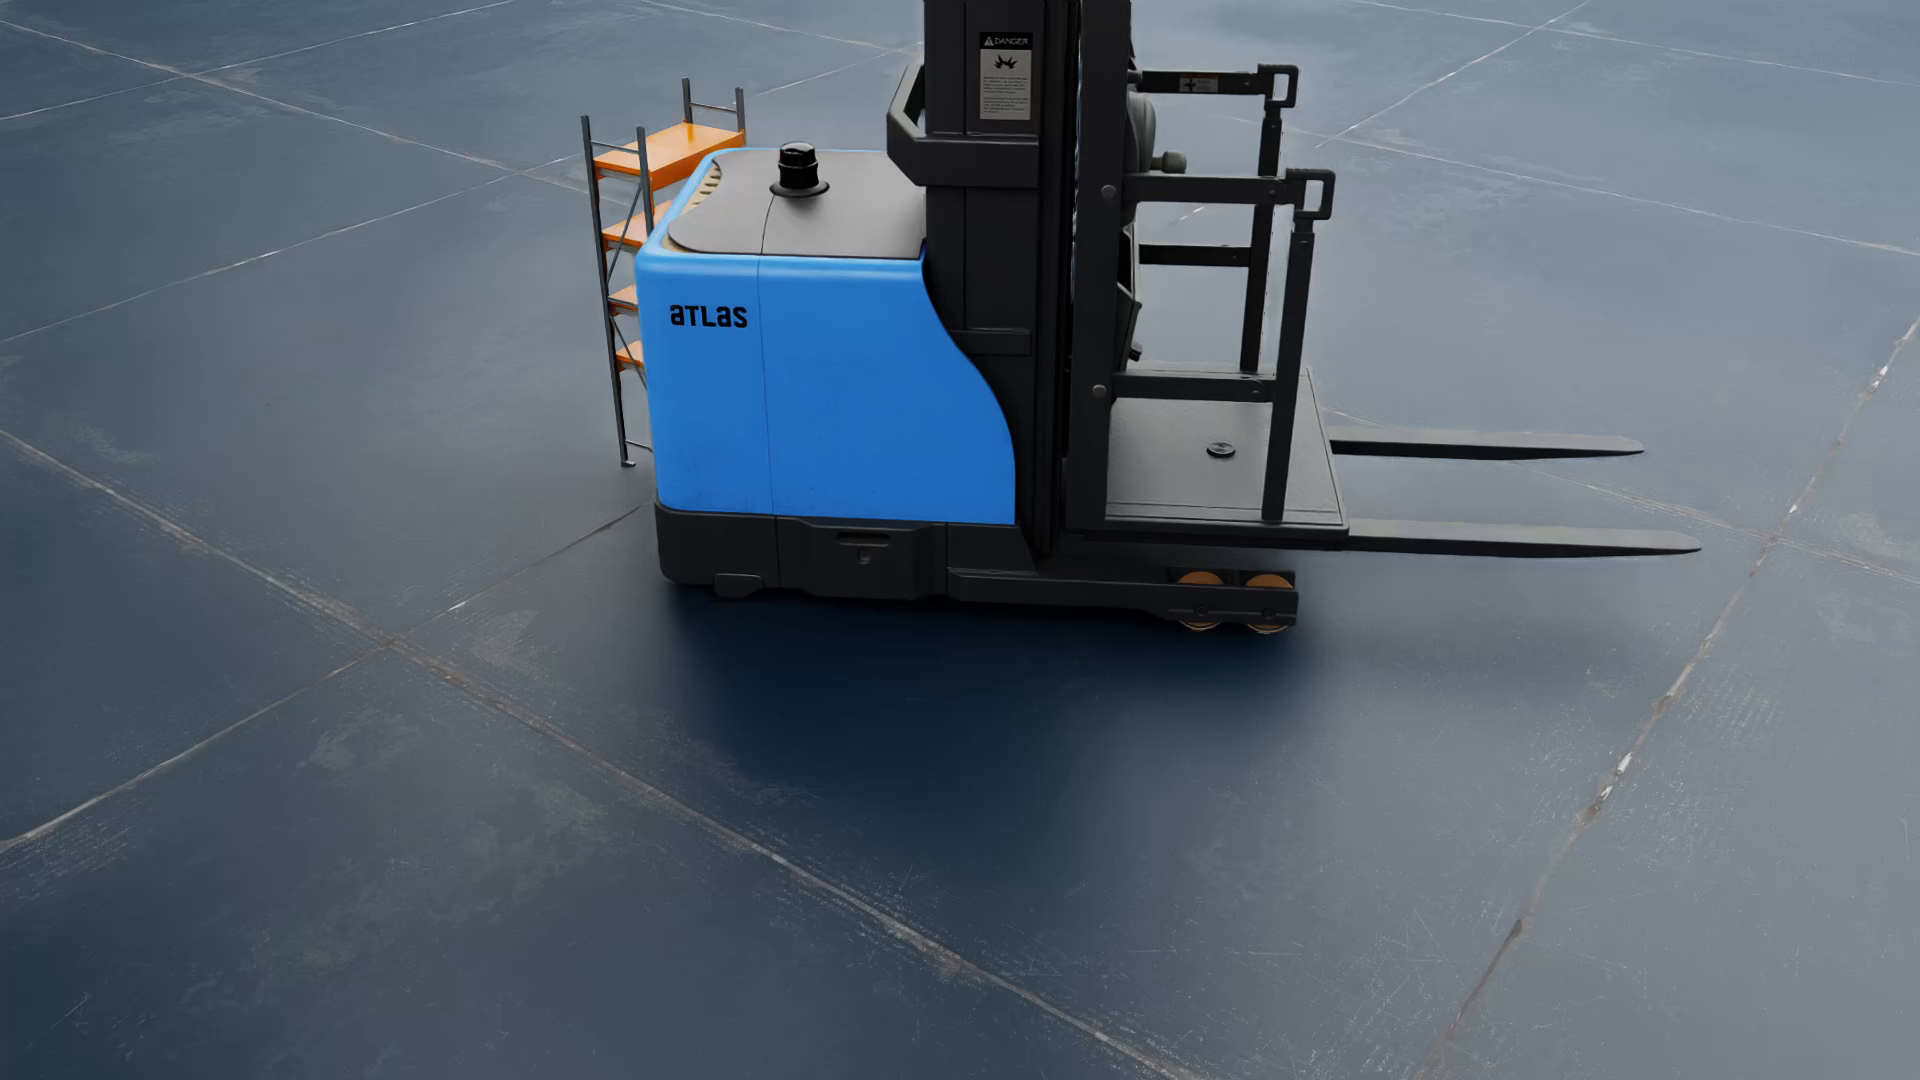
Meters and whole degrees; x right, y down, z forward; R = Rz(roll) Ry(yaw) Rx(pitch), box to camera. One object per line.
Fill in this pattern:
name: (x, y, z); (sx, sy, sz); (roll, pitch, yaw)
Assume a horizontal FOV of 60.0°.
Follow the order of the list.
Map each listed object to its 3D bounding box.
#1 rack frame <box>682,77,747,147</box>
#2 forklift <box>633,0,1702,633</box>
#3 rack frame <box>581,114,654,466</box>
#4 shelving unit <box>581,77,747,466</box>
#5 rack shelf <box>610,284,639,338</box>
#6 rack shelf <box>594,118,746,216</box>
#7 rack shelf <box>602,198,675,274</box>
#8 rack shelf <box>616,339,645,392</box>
rack frame: (-0.805, -0.968, 5.706); (0.240, 1.200, 0.015); (17, 35, 26)
forklift: (0.649, -1.276, 4.529); (3.031, 2.935, 1.130); (2, 31, 4)
rack frame: (-1.054, -0.754, 5.345); (0.240, 1.200, 0.015); (17, 35, 26)
shelving unit: (-0.930, -0.861, 5.526); (0.258, 1.200, 0.503); (17, 35, 26)
rack shelf: (-0.930, -0.803, 5.560); (0.258, 0.148, 0.480); (17, 35, 26)
rack shelf: (-0.930, -1.199, 5.326); (0.258, 0.148, 0.480); (17, 35, 26)
rack shelf: (-0.930, -0.996, 5.446); (0.258, 0.148, 0.480); (17, 35, 26)
rack shelf: (-0.930, -0.632, 5.661); (0.258, 0.148, 0.480); (17, 35, 26)
